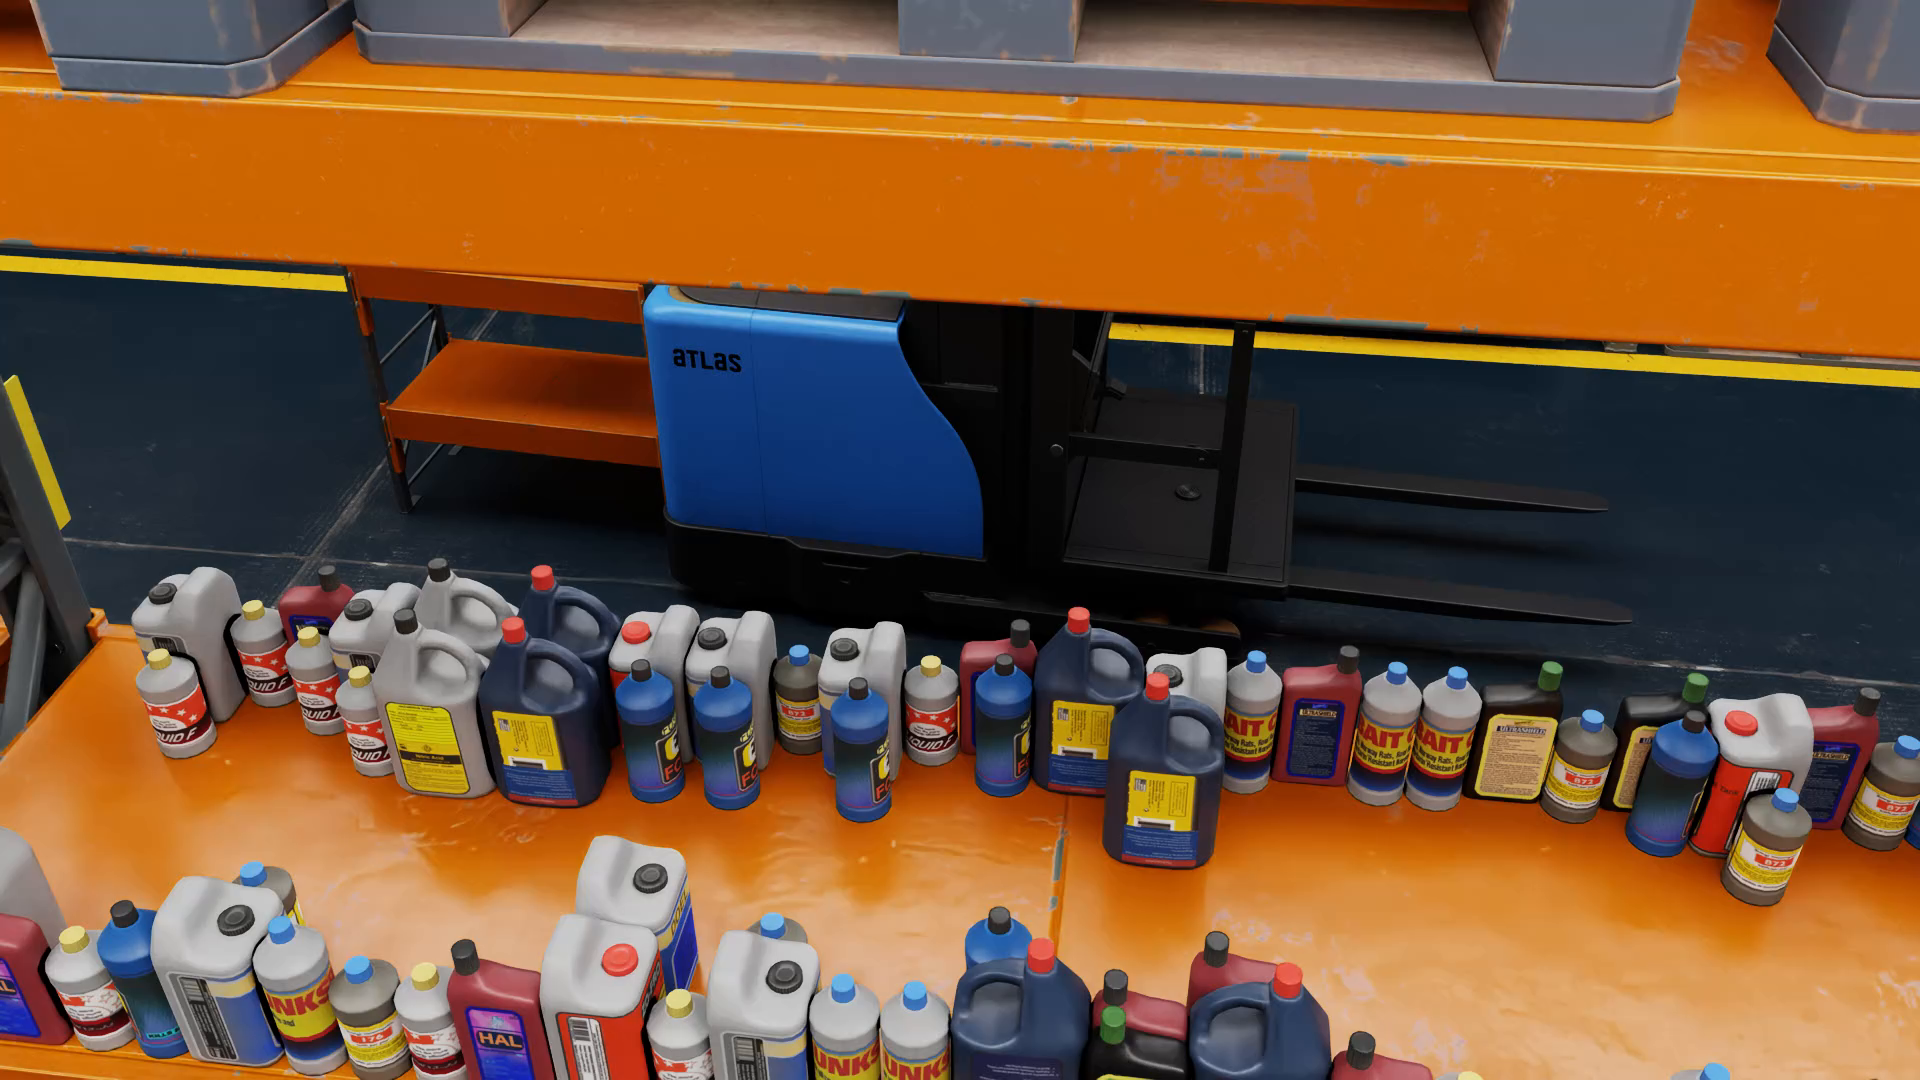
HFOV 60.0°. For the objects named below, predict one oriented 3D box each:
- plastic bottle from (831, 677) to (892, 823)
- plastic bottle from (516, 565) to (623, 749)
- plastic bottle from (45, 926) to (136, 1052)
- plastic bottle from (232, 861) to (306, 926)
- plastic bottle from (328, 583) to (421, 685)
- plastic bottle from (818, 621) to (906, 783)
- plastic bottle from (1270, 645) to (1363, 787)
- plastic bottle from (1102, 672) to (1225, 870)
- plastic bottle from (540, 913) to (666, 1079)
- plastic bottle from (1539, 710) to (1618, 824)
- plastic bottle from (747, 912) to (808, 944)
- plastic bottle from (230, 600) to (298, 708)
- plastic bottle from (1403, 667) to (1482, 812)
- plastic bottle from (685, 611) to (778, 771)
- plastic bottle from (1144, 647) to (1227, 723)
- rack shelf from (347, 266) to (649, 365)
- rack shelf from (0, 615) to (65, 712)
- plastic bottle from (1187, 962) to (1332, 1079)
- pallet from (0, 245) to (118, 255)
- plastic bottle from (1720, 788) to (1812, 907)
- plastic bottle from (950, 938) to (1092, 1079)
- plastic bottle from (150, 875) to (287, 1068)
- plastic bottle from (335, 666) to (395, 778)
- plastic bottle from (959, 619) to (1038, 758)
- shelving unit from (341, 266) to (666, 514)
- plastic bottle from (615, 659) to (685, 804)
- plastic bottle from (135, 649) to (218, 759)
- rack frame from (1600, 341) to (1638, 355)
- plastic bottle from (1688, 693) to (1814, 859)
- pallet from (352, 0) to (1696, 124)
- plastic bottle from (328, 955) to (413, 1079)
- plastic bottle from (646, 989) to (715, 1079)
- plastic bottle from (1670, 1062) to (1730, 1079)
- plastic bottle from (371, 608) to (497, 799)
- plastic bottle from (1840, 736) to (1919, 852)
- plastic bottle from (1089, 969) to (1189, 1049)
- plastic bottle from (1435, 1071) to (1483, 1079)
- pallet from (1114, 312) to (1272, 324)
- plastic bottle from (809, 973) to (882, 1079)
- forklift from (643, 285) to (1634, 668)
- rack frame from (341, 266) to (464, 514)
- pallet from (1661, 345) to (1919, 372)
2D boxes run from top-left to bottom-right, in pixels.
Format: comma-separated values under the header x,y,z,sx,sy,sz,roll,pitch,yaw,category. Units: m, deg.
x,y,z,sx,sy,sz,roll,pitch,yaw,category
-0.166,0.344,2.796,0.097,0.271,0.097,0,36,0,plastic bottle
-0.690,0.197,2.934,0.185,0.351,0.144,4,36,6,plastic bottle
-1.269,0.646,2.434,0.097,0.201,0.097,0,36,0,plastic bottle
-1.056,0.573,2.536,0.097,0.201,0.097,0,36,0,plastic bottle
-1.033,0.205,2.988,0.135,0.276,0.152,4,36,6,plastic bottle
-0.169,0.269,2.898,0.135,0.276,0.152,4,36,6,plastic bottle
0.612,0.298,2.851,0.133,0.283,0.061,4,36,6,plastic bottle
0.333,0.363,2.702,0.185,0.351,0.144,4,36,6,plastic bottle
-0.498,0.657,2.354,0.135,0.276,0.152,4,36,6,plastic bottle
1.050,0.374,2.814,0.097,0.201,0.097,0,36,0,plastic bottle
-0.271,0.631,2.454,0.097,0.201,0.097,0,36,0,plastic bottle
-1.276,0.201,3.057,0.097,0.201,0.097,0,36,0,plastic bottle
0.821,0.329,2.818,0.097,0.271,0.097,0,36,0,plastic bottle
-0.399,0.252,2.922,0.135,0.276,0.152,4,36,6,plastic bottle
0.377,0.310,2.841,0.135,0.276,0.152,4,36,6,plastic bottle
-1.419,-0.873,5.501,1.000,0.278,0.538,7,36,9,rack shelf
-3.811,0.429,3.186,4.000,0.370,1.077,4,36,6,rack shelf
0.399,0.696,2.235,0.185,0.351,0.144,4,36,6,plastic bottle
-4.361,-1.716,7.973,1.213,0.211,1.003,4,36,6,pallet
1.296,0.482,2.664,0.097,0.201,0.097,0,36,0,plastic bottle
0.083,0.672,2.268,0.185,0.351,0.144,4,36,6,plastic bottle
-1.053,0.616,2.412,0.135,0.276,0.152,4,36,6,plastic bottle
-1.030,0.308,2.907,0.097,0.201,0.097,0,36,0,plastic bottle
0.066,0.257,2.908,0.133,0.283,0.061,4,36,6,plastic bottle
-1.419,-0.635,5.671,1.048,1.125,0.538,7,36,9,shelving unit
-0.530,0.317,2.834,0.097,0.271,0.097,0,36,0,plastic bottle
-1.392,0.281,2.945,0.097,0.201,0.097,0,36,0,plastic bottle
2.771,-2.274,6.354,0.127,3.000,1.000,4,36,6,rack frame
1.294,0.378,2.745,0.135,0.276,0.152,4,36,6,plastic bottle
0.088,-0.776,1.835,1.213,0.211,1.003,4,36,6,pallet
-0.845,0.678,2.390,0.097,0.201,0.097,0,36,0,plastic bottle
-0.386,0.712,2.342,0.097,0.201,0.097,0,36,0,plastic bottle
0.958,0.784,2.181,0.097,0.271,0.097,0,36,0,plastic bottle
-0.892,0.267,2.836,0.185,0.351,0.144,4,36,6,plastic bottle
1.544,0.411,2.763,0.097,0.201,0.097,0,36,0,plastic bottle
0.243,0.700,2.287,0.133,0.283,0.061,4,36,6,plastic bottle
0.668,0.790,2.231,0.097,0.201,0.097,0,36,0,plastic bottle
0.792,-1.332,7.435,1.213,0.211,1.003,4,36,6,pallet
-0.156,0.700,2.297,0.097,0.271,0.097,0,36,0,plastic bottle
0.612,-1.123,4.801,3.031,2.935,1.130,6,36,9,forklift
-1.918,-0.692,5.752,0.032,1.125,0.500,7,36,9,rack frame
3.546,-1.080,7.081,1.213,0.211,1.003,4,36,6,pallet
